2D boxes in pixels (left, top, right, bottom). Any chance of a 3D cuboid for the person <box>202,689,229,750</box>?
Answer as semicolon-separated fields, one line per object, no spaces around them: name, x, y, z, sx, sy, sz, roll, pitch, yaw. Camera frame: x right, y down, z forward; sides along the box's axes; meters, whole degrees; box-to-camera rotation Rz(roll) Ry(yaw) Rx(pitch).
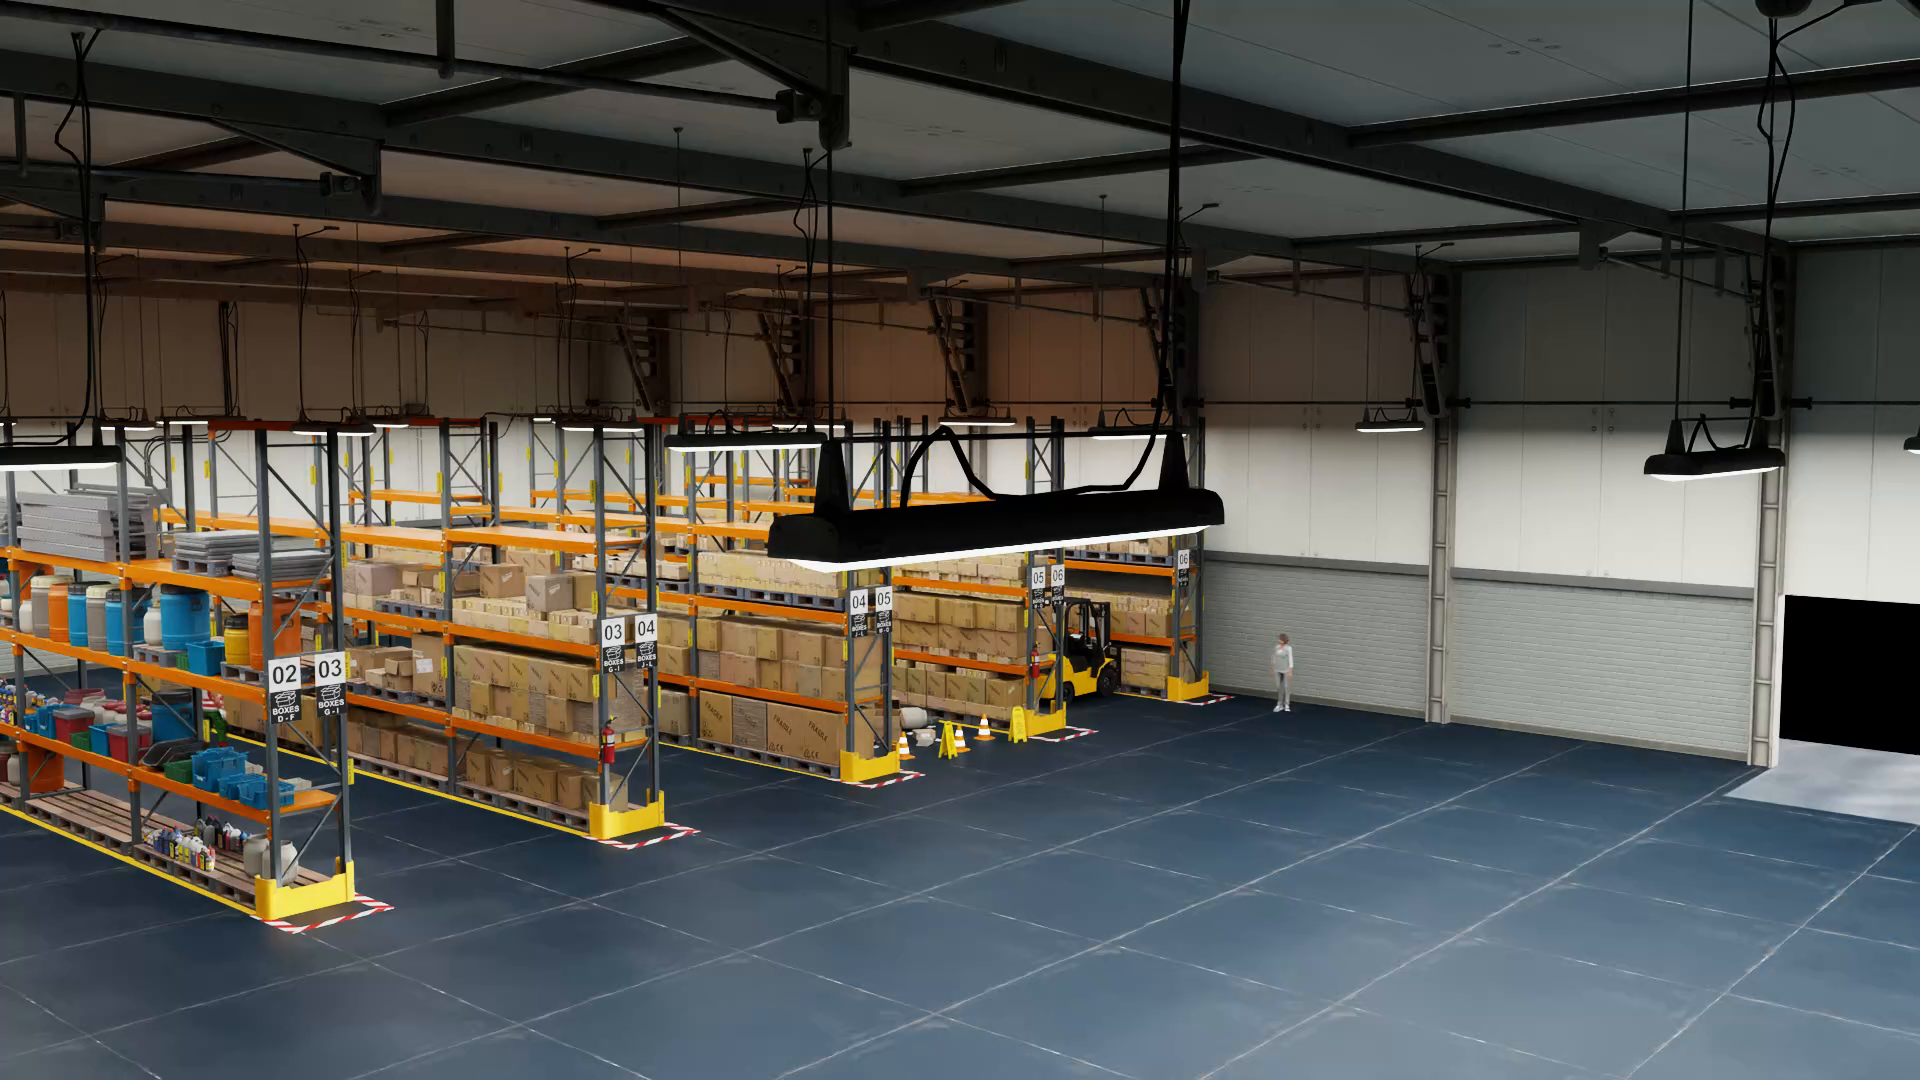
person;-13.109;2.999;29.274;0.626;1.783;0.465;2;5;25

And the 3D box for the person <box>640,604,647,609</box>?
person;-7.058;2.322;37.542;0.657;1.768;0.427;2;5;19

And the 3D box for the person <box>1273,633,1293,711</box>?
person;6.615;2.711;34.035;0.471;1.619;0.350;4;6;38
